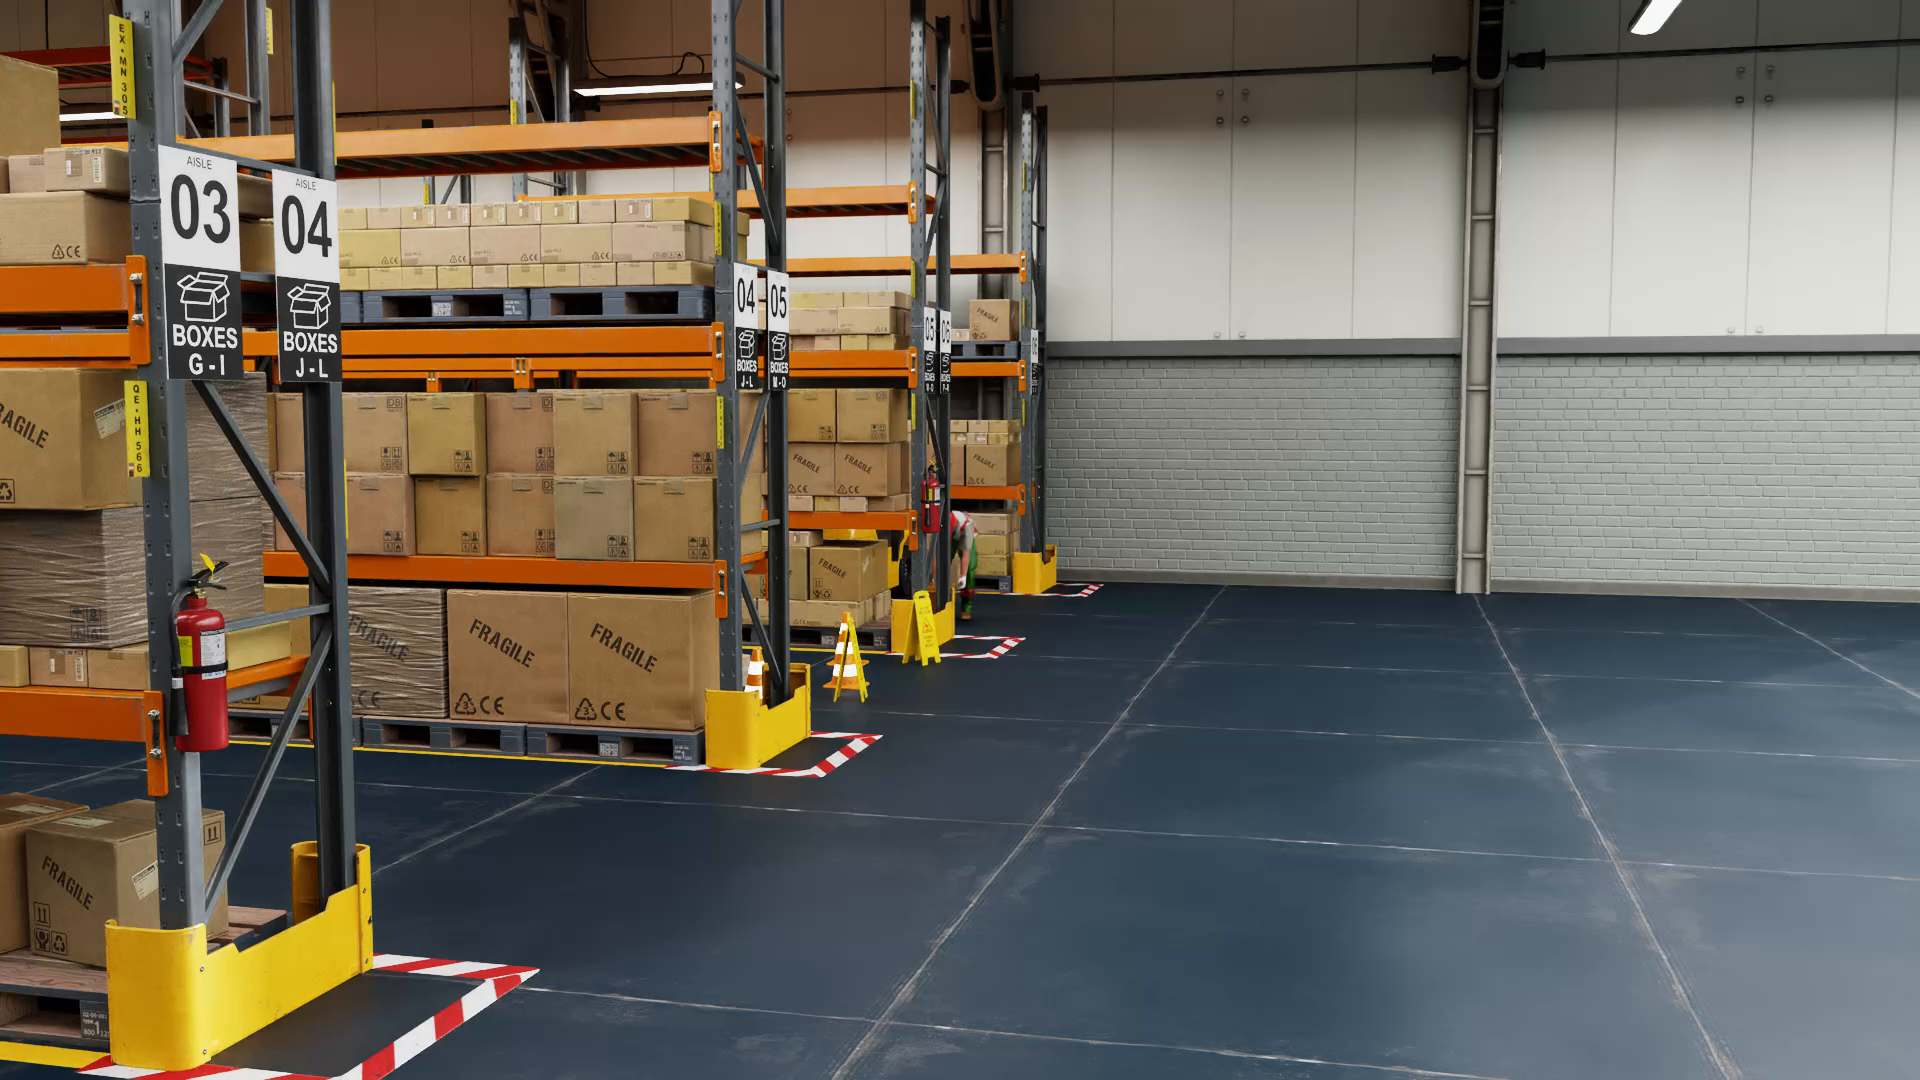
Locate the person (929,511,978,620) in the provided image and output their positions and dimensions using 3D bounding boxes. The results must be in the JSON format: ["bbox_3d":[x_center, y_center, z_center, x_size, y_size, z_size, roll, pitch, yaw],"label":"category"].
[{"bbox_3d":[-0.082,0.257,17.651,0.483,1.218,0.949,1,5,12],"label":"person"}]
